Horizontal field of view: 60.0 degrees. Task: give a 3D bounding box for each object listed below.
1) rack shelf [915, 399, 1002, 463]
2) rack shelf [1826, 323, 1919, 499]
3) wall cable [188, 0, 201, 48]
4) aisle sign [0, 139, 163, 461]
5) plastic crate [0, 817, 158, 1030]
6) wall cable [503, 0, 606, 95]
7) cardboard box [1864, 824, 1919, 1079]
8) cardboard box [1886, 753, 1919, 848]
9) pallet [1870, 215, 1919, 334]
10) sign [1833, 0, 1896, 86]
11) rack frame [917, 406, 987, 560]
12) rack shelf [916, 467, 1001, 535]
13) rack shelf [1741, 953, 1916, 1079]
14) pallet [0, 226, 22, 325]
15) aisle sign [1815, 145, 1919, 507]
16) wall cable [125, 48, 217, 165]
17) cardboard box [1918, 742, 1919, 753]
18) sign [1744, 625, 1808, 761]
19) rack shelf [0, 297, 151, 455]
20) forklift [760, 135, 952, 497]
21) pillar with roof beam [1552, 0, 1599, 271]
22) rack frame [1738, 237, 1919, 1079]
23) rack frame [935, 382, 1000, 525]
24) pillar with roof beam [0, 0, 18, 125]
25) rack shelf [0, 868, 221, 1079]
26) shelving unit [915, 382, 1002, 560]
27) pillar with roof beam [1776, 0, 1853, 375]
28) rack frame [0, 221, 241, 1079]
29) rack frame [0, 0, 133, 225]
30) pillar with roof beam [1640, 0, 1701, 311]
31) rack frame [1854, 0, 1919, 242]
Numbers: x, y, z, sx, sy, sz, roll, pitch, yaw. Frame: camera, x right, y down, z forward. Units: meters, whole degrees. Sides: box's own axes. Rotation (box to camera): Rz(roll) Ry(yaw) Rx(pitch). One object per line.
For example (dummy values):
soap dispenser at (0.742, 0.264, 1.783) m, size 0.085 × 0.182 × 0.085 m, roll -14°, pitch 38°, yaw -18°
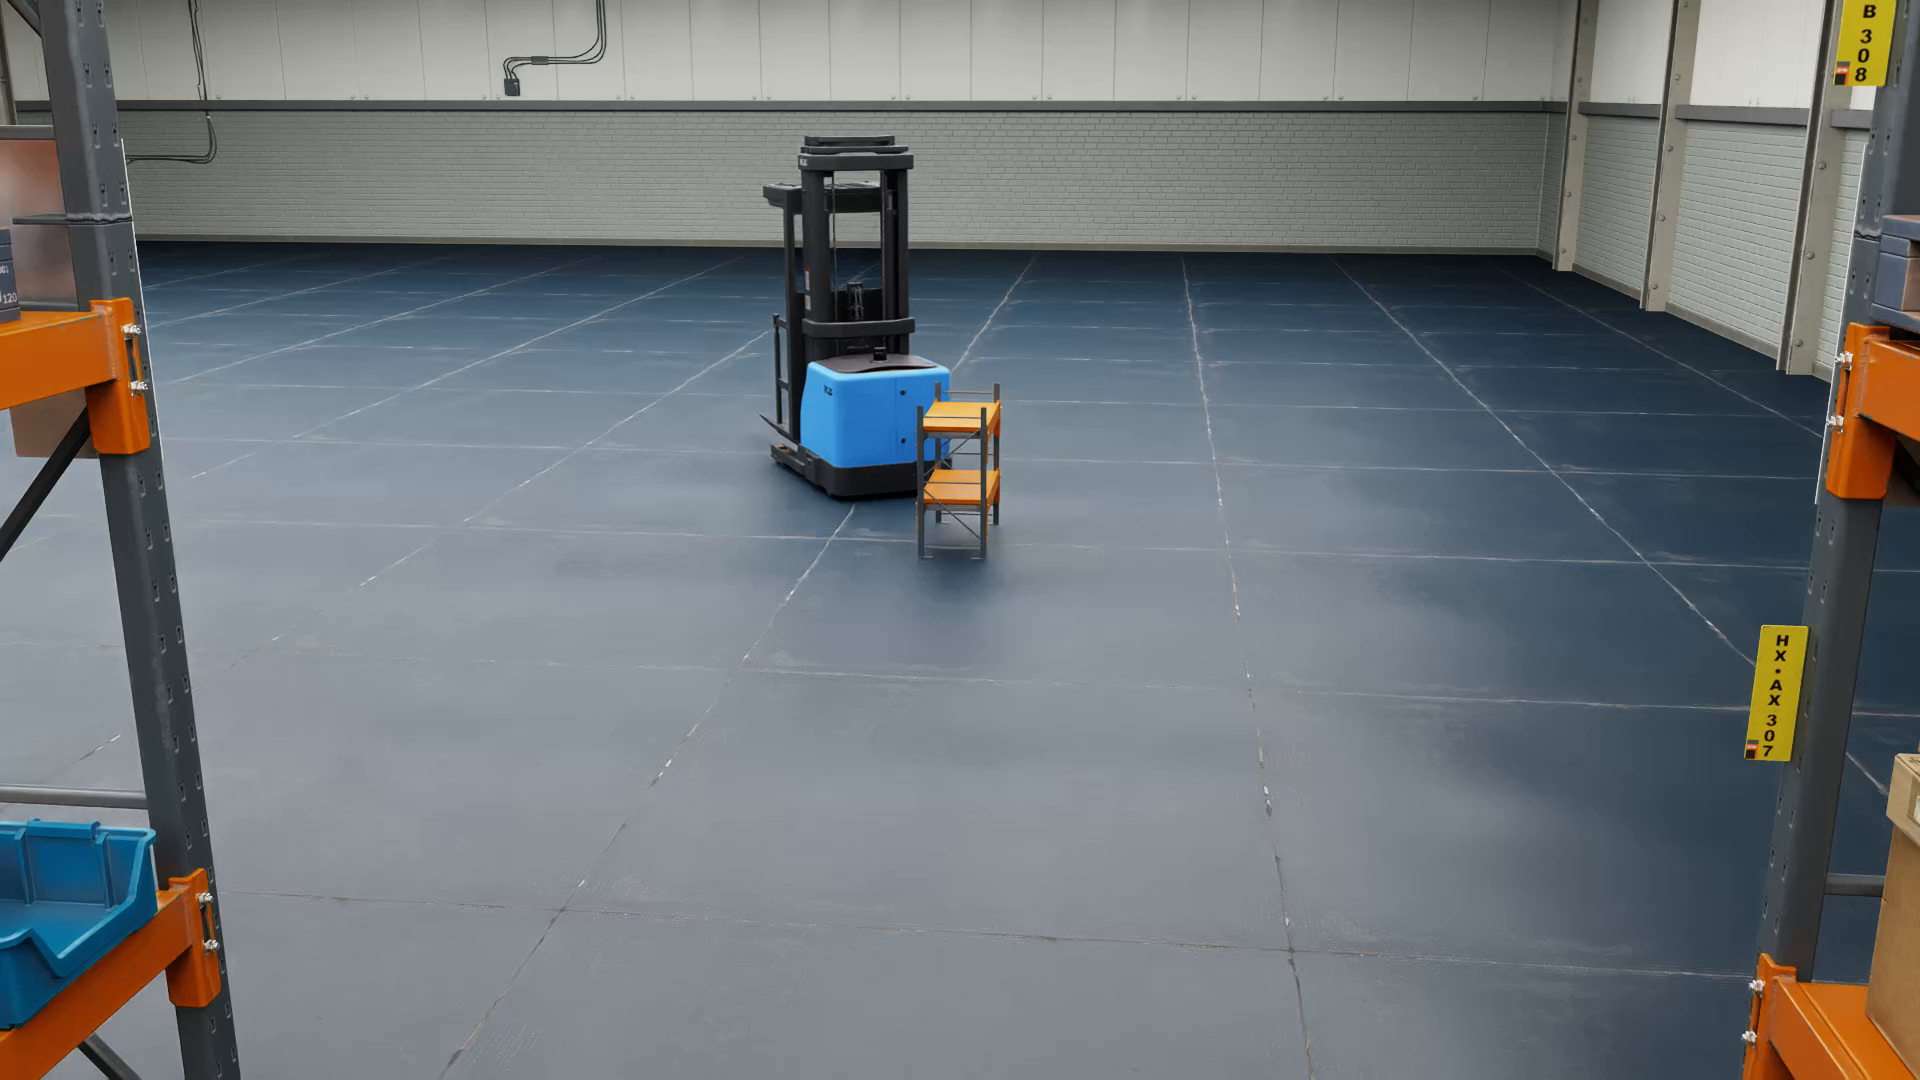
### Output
rack shelf at (-0.001, -0.824, 12.432) m, size 0.538 × 0.278 × 1.000 m, roll 2°, pitch 15°, yaw 6°
rack shelf at (2.192, 0.244, 1.646) m, size 1.077 × 0.370 × 4.000 m, roll 2°, pitch 15°, yaw 6°
wall cable at (-15.459, -12.011, 36.116) m, size 3.097 × 2.526 × 0.112 m, roll 2°, pitch 15°, yaw 6°
aisle sign at (-2.201, -0.586, 4.102) m, size 0.394 × 0.787 × 0.004 m, roll 2°, pitch 15°, yaw 6°
plastic crate at (-2.263, 0.889, 3.912) m, size 0.499 × 0.251 × 0.616 m, roll 2°, pitch 15°, yaw 6°
wall cable at (-8.716, -12.510, 35.172) m, size 2.305 × 6.003 × 0.169 m, roll 2°, pitch 15°, yaw 6°
cardboard box at (2.352, 0.898, 3.402) m, size 0.700 × 0.500 × 0.500 m, roll 2°, pitch 15°, yaw 6°
cardboard box at (2.159, 0.560, 3.411) m, size 0.380 × 0.149 × 0.250 m, roll 2°, pitch 15°, yaw 6°
pallet at (2.312, -0.397, 2.806) m, size 1.003 × 0.211 × 1.213 m, roll 2°, pitch 15°, yaw 6°
sign at (1.867, -1.100, 3.412) m, size 0.100 × 0.325 × 0.005 m, roll 2°, pitch 15°, yaw 6°
rack frame at (-0.058, -0.409, 12.021) m, size 0.500 × 1.125 × 0.032 m, roll 2°, pitch 15°, yaw 6°
rack shelf at (-0.001, -0.305, 12.573) m, size 0.538 × 0.278 × 1.000 m, roll 2°, pitch 15°, yaw 6°
rack shelf at (2.192, 1.692, 2.037) m, size 1.077 × 0.370 × 4.000 m, roll 2°, pitch 15°, yaw 6°
pallet at (-2.694, -0.466, 3.255) m, size 1.003 × 0.211 × 1.213 m, roll 2°, pitch 15°, yaw 6°
aisle sign at (2.121, -0.455, 3.619) m, size 0.394 × 0.787 × 0.004 m, roll 2°, pitch 15°, yaw 6°
wall cable at (-18.147, -9.653, 37.070) m, size 3.097 × 2.526 × 0.112 m, roll 2°, pitch 15°, yaw 6°
cardboard box at (2.346, 0.286, 3.182) m, size 0.700 × 0.500 × 0.500 m, roll 2°, pitch 15°, yaw 6°
sign at (1.867, 0.352, 3.804) m, size 0.100 × 0.325 × 0.005 m, roll 2°, pitch 15°, yaw 6°
rack shelf at (-2.729, 0.097, 2.189) m, size 1.077 × 0.370 × 4.000 m, roll 2°, pitch 15°, yaw 6°
forklift at (-1.092, -2.115, 14.870) m, size 1.130 × 2.935 × 3.031 m, roll -6°, pitch 16°, yaw -21°
pillar with roof beam at (7.228, -9.626, 31.021) m, size 9.100 × 9.000 × 0.400 m, roll 2°, pitch 15°, yaw 6°
rack frame at (2.417, 0.826, 3.862) m, size 1.000 × 3.000 × 0.127 m, roll 2°, pitch 15°, yaw 6°
rack frame at (0.057, -0.673, 12.996) m, size 0.500 × 1.125 × 0.032 m, roll 2°, pitch 15°, yaw 6°
pillar with roof beam at (-15.516, -10.300, 33.514) m, size 9.100 × 9.000 × 0.400 m, roll 2°, pitch 15°, yaw 6°
rack shelf at (-2.729, 1.545, 2.580) m, size 1.077 × 0.370 × 4.000 m, roll 2°, pitch 15°, yaw 6°
shelving unit at (-0.001, -0.541, 12.509) m, size 0.538 × 1.125 × 1.048 m, roll 2°, pitch 15°, yaw 6°
pillar with roof beam at (5.874, -6.514, 19.511) m, size 9.100 × 9.000 × 0.400 m, roll 2°, pitch 15°, yaw 6°
rack frame at (-2.504, 0.679, 4.405) m, size 1.000 × 3.000 × 0.127 m, roll 2°, pitch 15°, yaw 6°
rack frame at (-2.504, -2.217, 3.622) m, size 1.000 × 3.000 × 0.127 m, roll 2°, pitch 15°, yaw 6°
pillar with roof beam at (6.551, -8.070, 25.266) m, size 9.100 × 9.000 × 0.400 m, roll 2°, pitch 15°, yaw 6°
rack frame at (2.417, -2.070, 3.079) m, size 1.000 × 3.000 × 0.127 m, roll 2°, pitch 15°, yaw 6°
